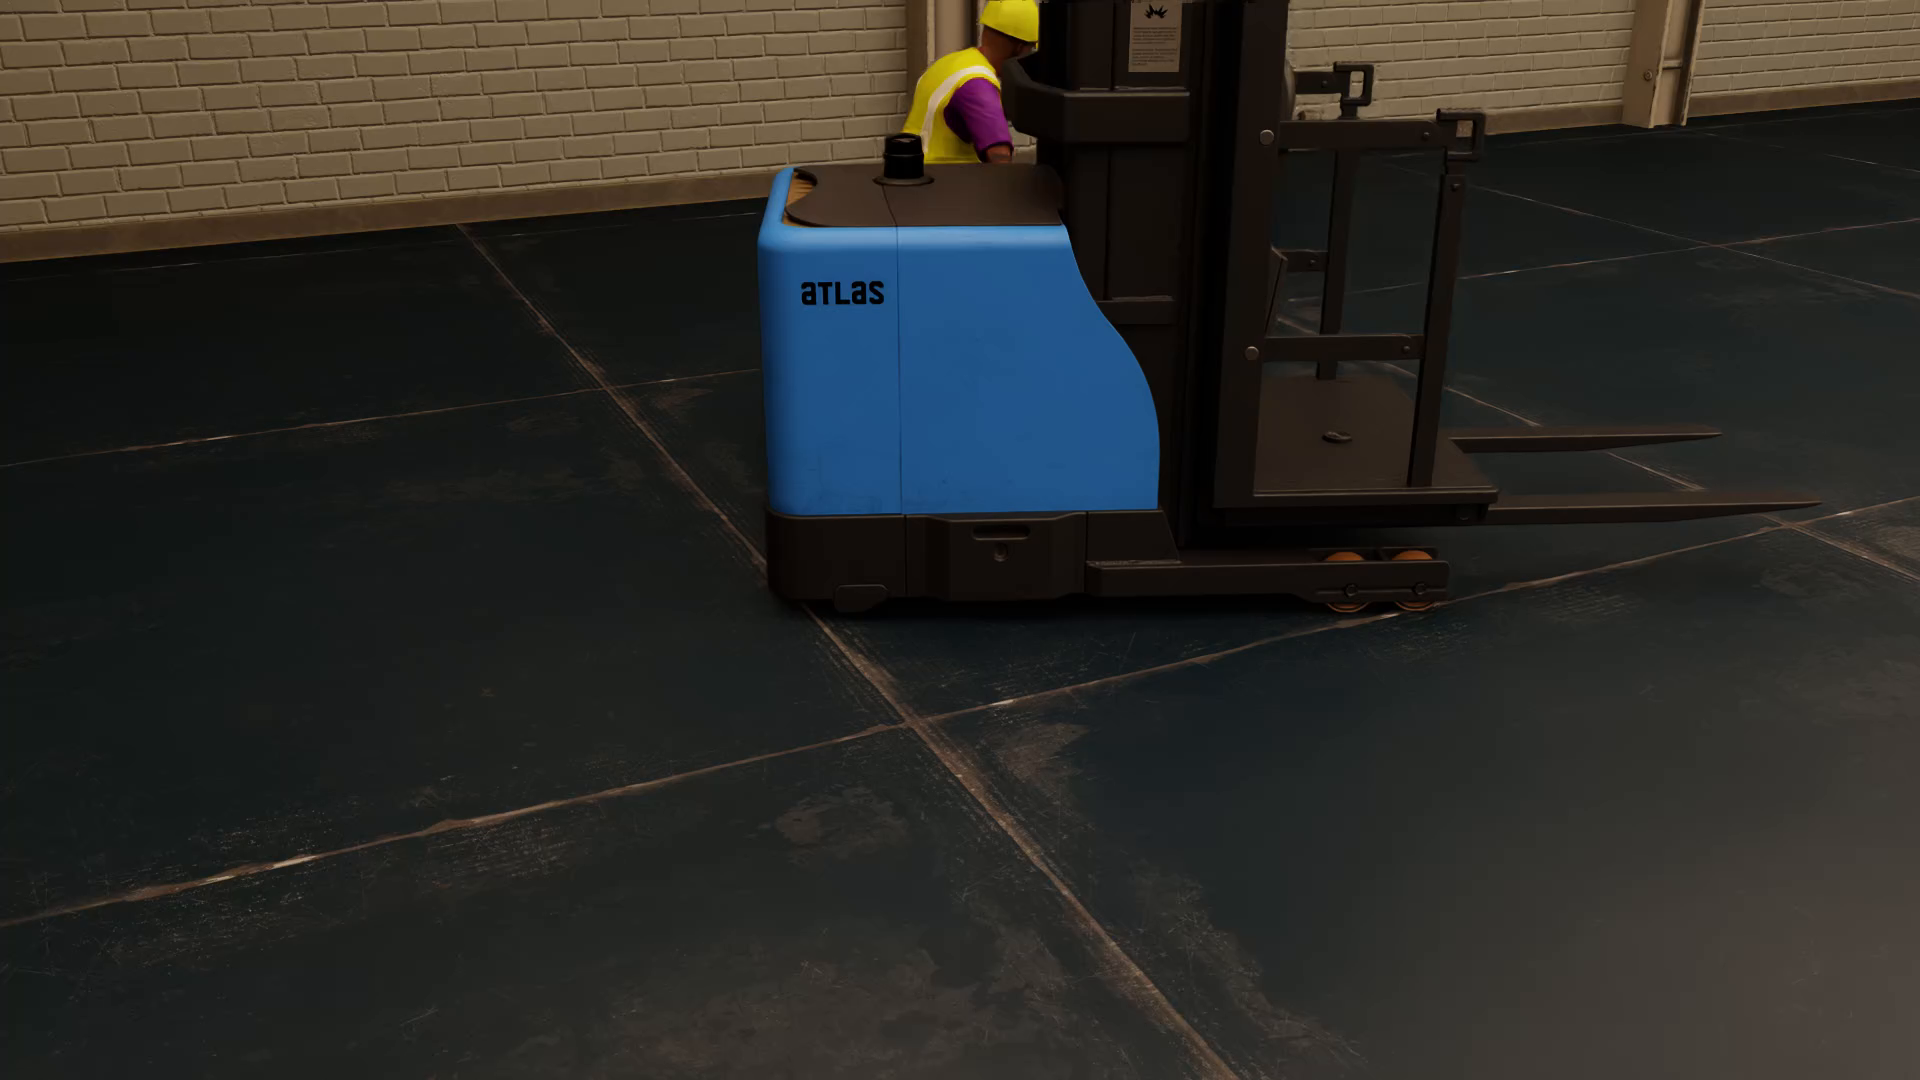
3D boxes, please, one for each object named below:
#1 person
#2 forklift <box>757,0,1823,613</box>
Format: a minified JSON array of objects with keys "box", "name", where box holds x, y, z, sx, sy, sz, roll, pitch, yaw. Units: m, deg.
[{"box":[0.213,-1.139,5.884,0.918,1.501,1.308,-7,24,-16],"name":"person"},{"box":[0.958,-1.353,4.544,3.031,2.935,1.130,-1,23,-3],"name":"forklift"}]
